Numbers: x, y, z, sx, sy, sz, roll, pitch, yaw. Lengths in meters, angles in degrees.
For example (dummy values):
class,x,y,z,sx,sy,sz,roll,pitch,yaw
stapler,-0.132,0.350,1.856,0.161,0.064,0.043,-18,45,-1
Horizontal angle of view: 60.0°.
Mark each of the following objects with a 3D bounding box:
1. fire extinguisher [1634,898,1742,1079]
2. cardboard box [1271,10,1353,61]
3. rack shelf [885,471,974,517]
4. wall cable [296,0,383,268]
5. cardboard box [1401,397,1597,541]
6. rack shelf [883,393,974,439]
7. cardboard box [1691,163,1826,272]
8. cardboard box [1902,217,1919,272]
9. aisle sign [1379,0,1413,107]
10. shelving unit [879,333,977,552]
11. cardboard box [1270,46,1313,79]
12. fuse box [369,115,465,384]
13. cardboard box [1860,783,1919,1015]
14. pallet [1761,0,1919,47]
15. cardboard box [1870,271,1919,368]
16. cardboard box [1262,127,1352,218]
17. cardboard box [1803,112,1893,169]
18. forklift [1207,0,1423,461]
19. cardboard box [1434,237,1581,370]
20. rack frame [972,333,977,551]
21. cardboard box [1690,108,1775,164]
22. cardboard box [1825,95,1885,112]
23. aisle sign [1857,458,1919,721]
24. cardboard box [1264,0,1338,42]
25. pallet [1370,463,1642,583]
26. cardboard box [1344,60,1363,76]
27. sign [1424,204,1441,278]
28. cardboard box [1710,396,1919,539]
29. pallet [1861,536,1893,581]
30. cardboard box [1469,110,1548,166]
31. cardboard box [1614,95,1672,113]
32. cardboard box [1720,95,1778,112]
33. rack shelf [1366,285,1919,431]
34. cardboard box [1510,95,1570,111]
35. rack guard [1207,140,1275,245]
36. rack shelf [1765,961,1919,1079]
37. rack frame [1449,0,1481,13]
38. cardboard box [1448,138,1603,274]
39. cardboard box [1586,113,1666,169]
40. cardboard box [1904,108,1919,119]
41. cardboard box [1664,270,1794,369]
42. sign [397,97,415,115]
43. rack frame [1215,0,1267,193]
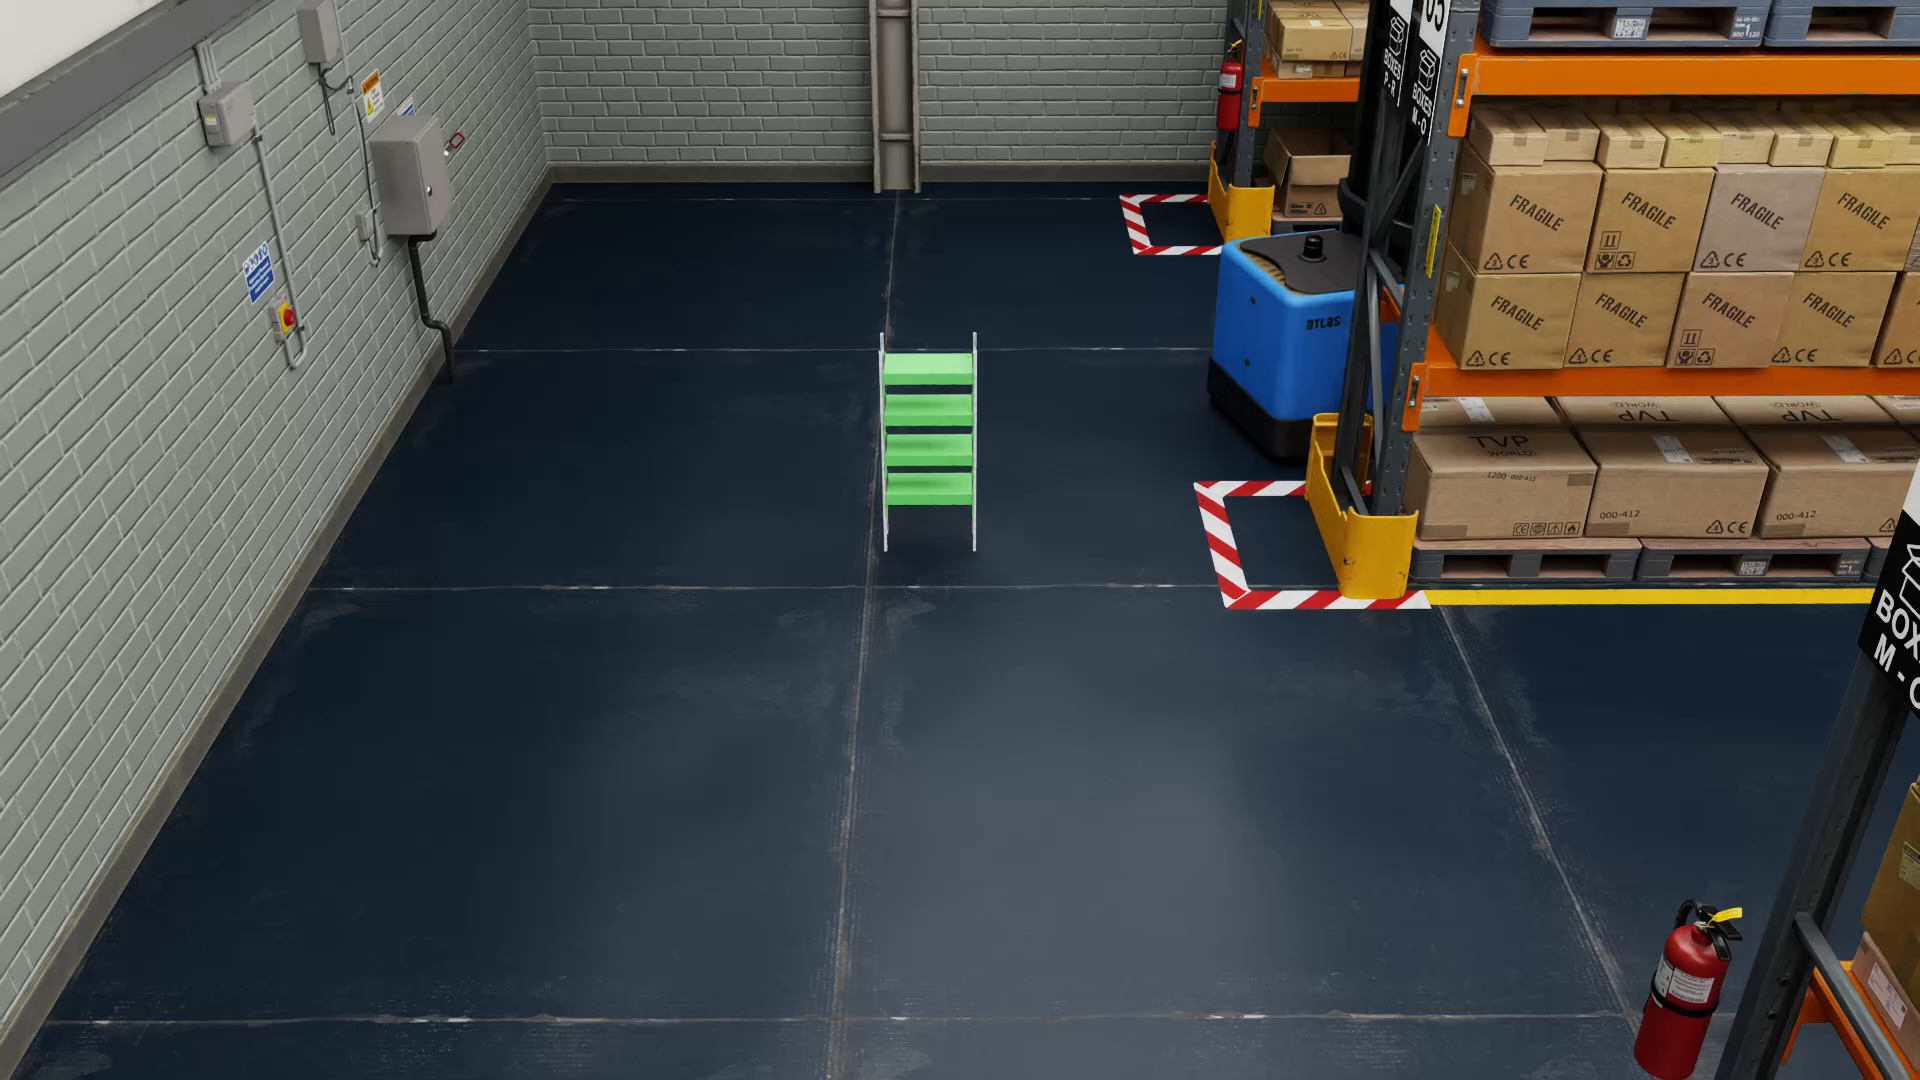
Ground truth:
class,x,y,z,sx,sy,sz,roll,pitch,yaw
fire extinguisher,2.077,1.247,4.737,0.183,0.674,0.296,0,31,0
cardboard box,2.623,-3.773,12.435,0.500,0.250,0.500,0,31,0
rack shelf,-0.166,-0.253,9.096,0.480,0.148,0.258,0,31,0
wall cable,-3.458,-2.414,9.358,0.122,1.984,0.588,0,31,0
cardboard box,2.861,-0.412,9.103,0.875,0.438,0.875,-1,31,-2
rack shelf,-0.166,-0.663,8.847,0.480,0.148,0.258,0,31,0
cardboard box,3.714,-1.609,7.950,0.500,0.500,0.500,0,31,-1
cardboard box,4.714,-1.608,7.949,0.500,0.500,0.500,0,31,0
aisle sign,2.127,-2.546,8.048,0.004,0.787,0.394,0,31,0
shelving unit,-0.166,-0.512,8.938,0.503,1.200,0.258,0,31,0
cardboard box,2.498,-3.600,12.534,0.250,0.149,0.380,0,31,-1
fuse box,-3.304,-1.784,10.540,0.414,1.711,0.539,0,31,0
cardboard box,2.780,0.988,4.346,0.500,0.500,0.500,0,31,1
pallet,4.166,-2.532,7.725,1.213,0.211,1.003,0,31,0
cardboard box,4.722,-1.182,8.209,0.500,0.500,0.500,-1,31,-1
cardboard box,2.780,-2.914,13.162,0.637,0.503,0.797,-1,31,-2
cardboard box,4.109,-1.862,7.742,0.250,0.149,0.380,-1,31,-1
forklift,3.164,-2.159,9.982,3.031,2.935,1.130,-9,32,-14
cardboard box,2.683,-1.169,8.189,0.500,0.500,0.500,0,31,-1
rack frame,0.078,-0.513,8.939,0.015,1.200,0.240,0,31,0
cardboard box,3.605,-1.897,7.798,0.250,0.149,0.380,0,31,0
cardboard box,4.361,-2.173,8.254,0.250,0.149,0.380,0,31,0
aisle sign,2.257,0.026,3.809,0.004,0.787,0.394,0,31,0
cardboard box,2.626,-4.051,12.893,0.500,0.250,0.500,1,31,1
pallet,3.000,-0.125,9.252,1.213,0.211,1.003,0,31,0
cardboard box,3.014,-3.644,12.606,0.250,0.149,0.380,-1,31,-1
sign,2.199,-1.390,7.739,0.005,0.325,0.100,0,31,0
cardboard box,4.677,-0.421,9.118,0.875,0.438,0.875,-1,31,-2
pallet,5.440,-0.133,9.265,1.213,0.211,1.003,0,31,0
cardboard box,2.558,-1.879,7.770,0.250,0.149,0.380,0,31,1
cardboard box,3.322,-2.164,8.239,0.250,0.149,0.380,1,31,1
cardboard box,3.835,-2.159,8.231,0.250,0.149,0.380,1,31,1
rack shelf,4.201,-0.973,8.655,4.000,0.370,1.077,0,31,0
cardboard box,2.813,-2.140,8.199,0.250,0.149,0.380,0,31,1
rack guard,2.243,-2.780,13.350,0.348,0.500,1.175,0,31,0
rack shelf,4.332,1.595,4.424,4.000,0.370,1.077,0,31,0
rack frame,2.201,-3.839,6.902,0.127,3.000,1.000,0,31,0
cardboard box,2.683,-1.598,7.932,0.500,0.500,0.500,-1,31,-1
cardboard box,3.080,-1.858,7.735,0.250,0.149,0.380,1,31,1
cardboard box,4.616,-1.897,7.799,0.250,0.149,0.380,-1,31,-1
cardboard box,3.697,-1.178,8.203,0.500,0.500,0.500,0,31,-1
sign,-3.514,-2.549,10.652,0.001,0.494,0.329,0,31,0
rack frame,2.167,-3.849,12.702,0.127,3.000,1.000,0,31,0
